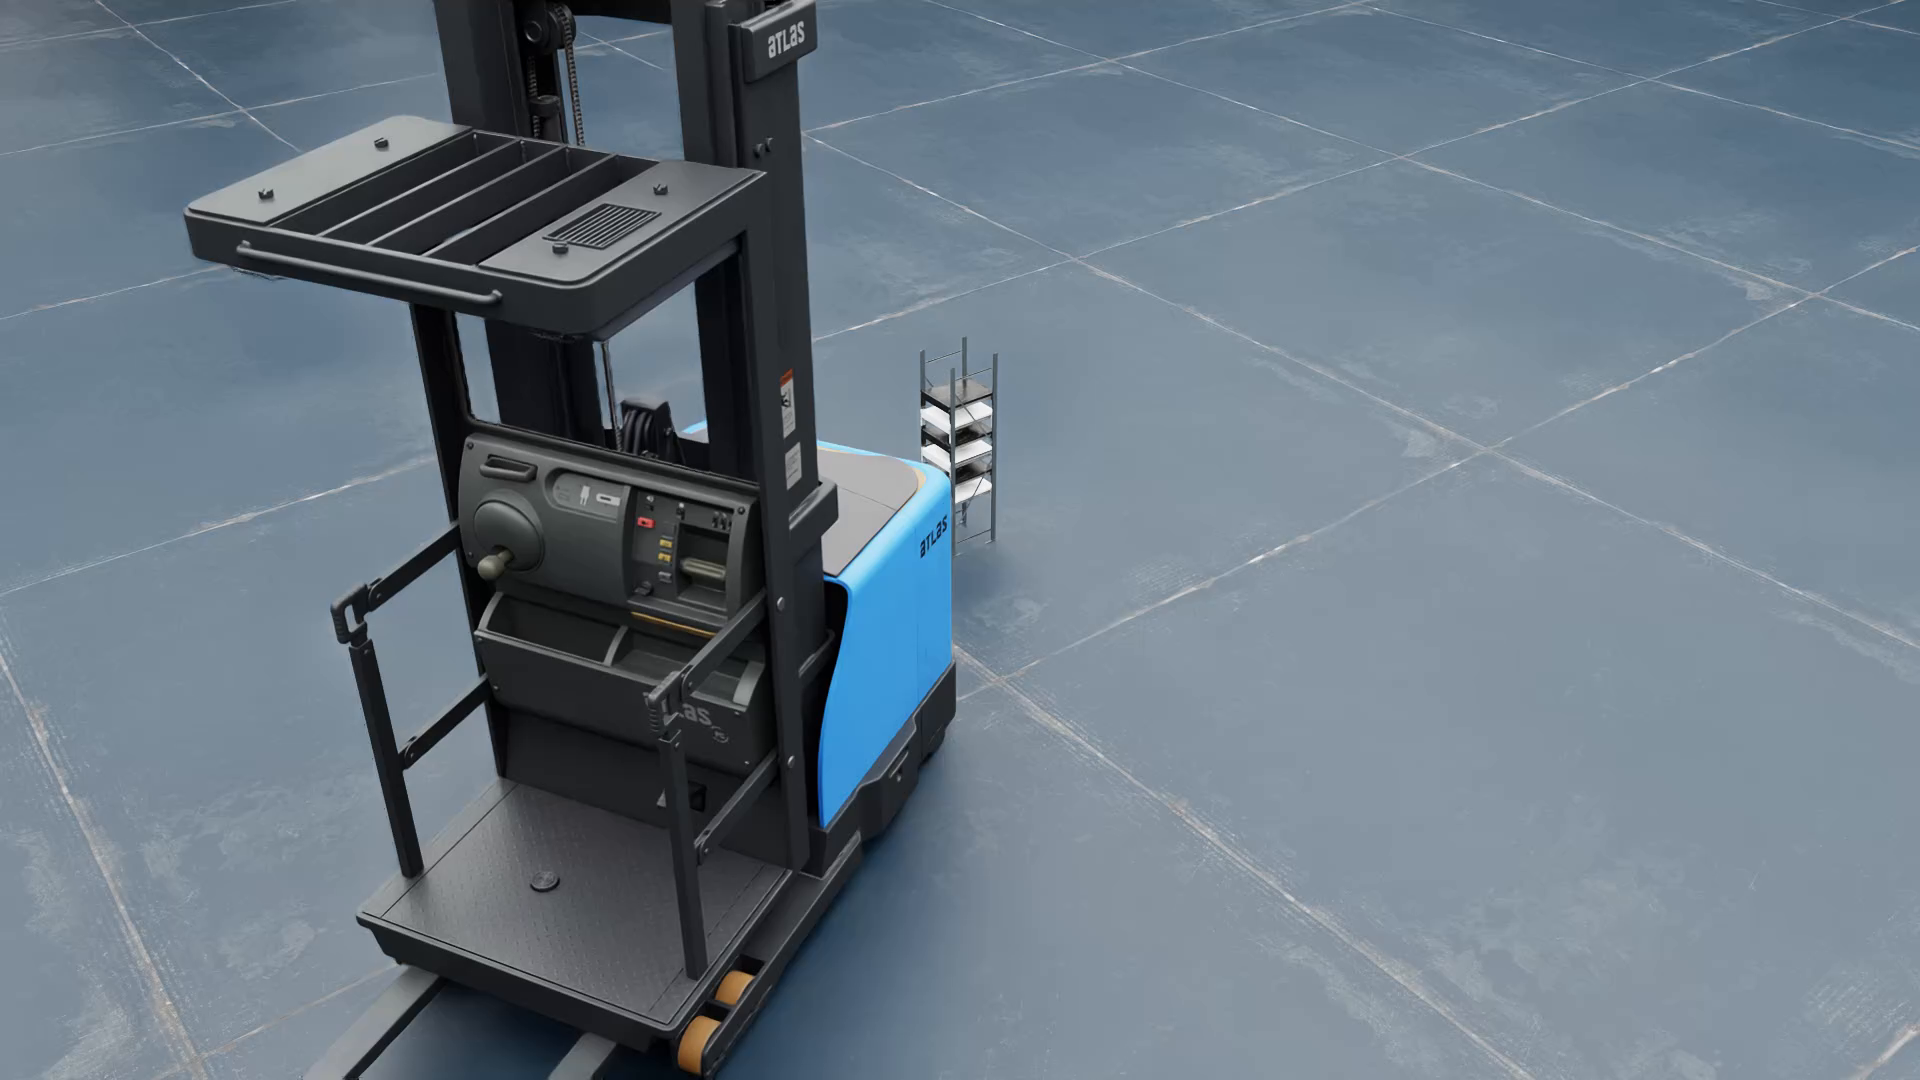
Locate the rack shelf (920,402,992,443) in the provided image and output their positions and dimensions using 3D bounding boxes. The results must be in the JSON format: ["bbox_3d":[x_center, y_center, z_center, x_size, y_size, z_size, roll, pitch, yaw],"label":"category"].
[{"bbox_3d":[-0.005,-0.510,6.941,0.258,0.077,0.200,-22,38,-31],"label":"rack shelf"}]

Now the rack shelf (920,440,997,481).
[{"bbox_3d":[-0.005,-0.357,7.036,0.258,0.077,0.200,-22,38,-31],"label":"rack shelf"}]

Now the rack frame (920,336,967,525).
[{"bbox_3d":[-0.067,-0.428,7.086,0.240,0.900,0.006,-22,38,-31],"label":"rack frame"}]

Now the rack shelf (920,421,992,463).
[{"bbox_3d":[-0.005,-0.434,6.988,0.258,0.077,0.200,-22,38,-31],"label":"rack shelf"}]

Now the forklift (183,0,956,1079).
[{"bbox_3d":[-1.076,0.031,4.422,1.130,2.935,3.031,13,34,20],"label":"forklift"}]

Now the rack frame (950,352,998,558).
[{"bbox_3d":[0.057,-0.343,6.950,0.240,0.900,0.006,-22,38,-31],"label":"rack frame"}]

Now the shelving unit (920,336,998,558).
[{"bbox_3d":[-0.005,-0.386,7.018,0.258,0.900,0.210,-22,38,-31],"label":"shelving unit"}]

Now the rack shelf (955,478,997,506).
[{"bbox_3d":[-0.005,-0.204,7.131,0.258,0.077,0.200,-22,38,-31],"label":"rack shelf"}]

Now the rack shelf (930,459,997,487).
[{"bbox_3d":[-0.005,-0.281,7.083,0.258,0.077,0.200,-22,38,-31],"label":"rack shelf"}]

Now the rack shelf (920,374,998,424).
[{"bbox_3d":[-0.005,-0.587,6.893,0.258,0.077,0.200,-22,38,-31],"label":"rack shelf"}]
